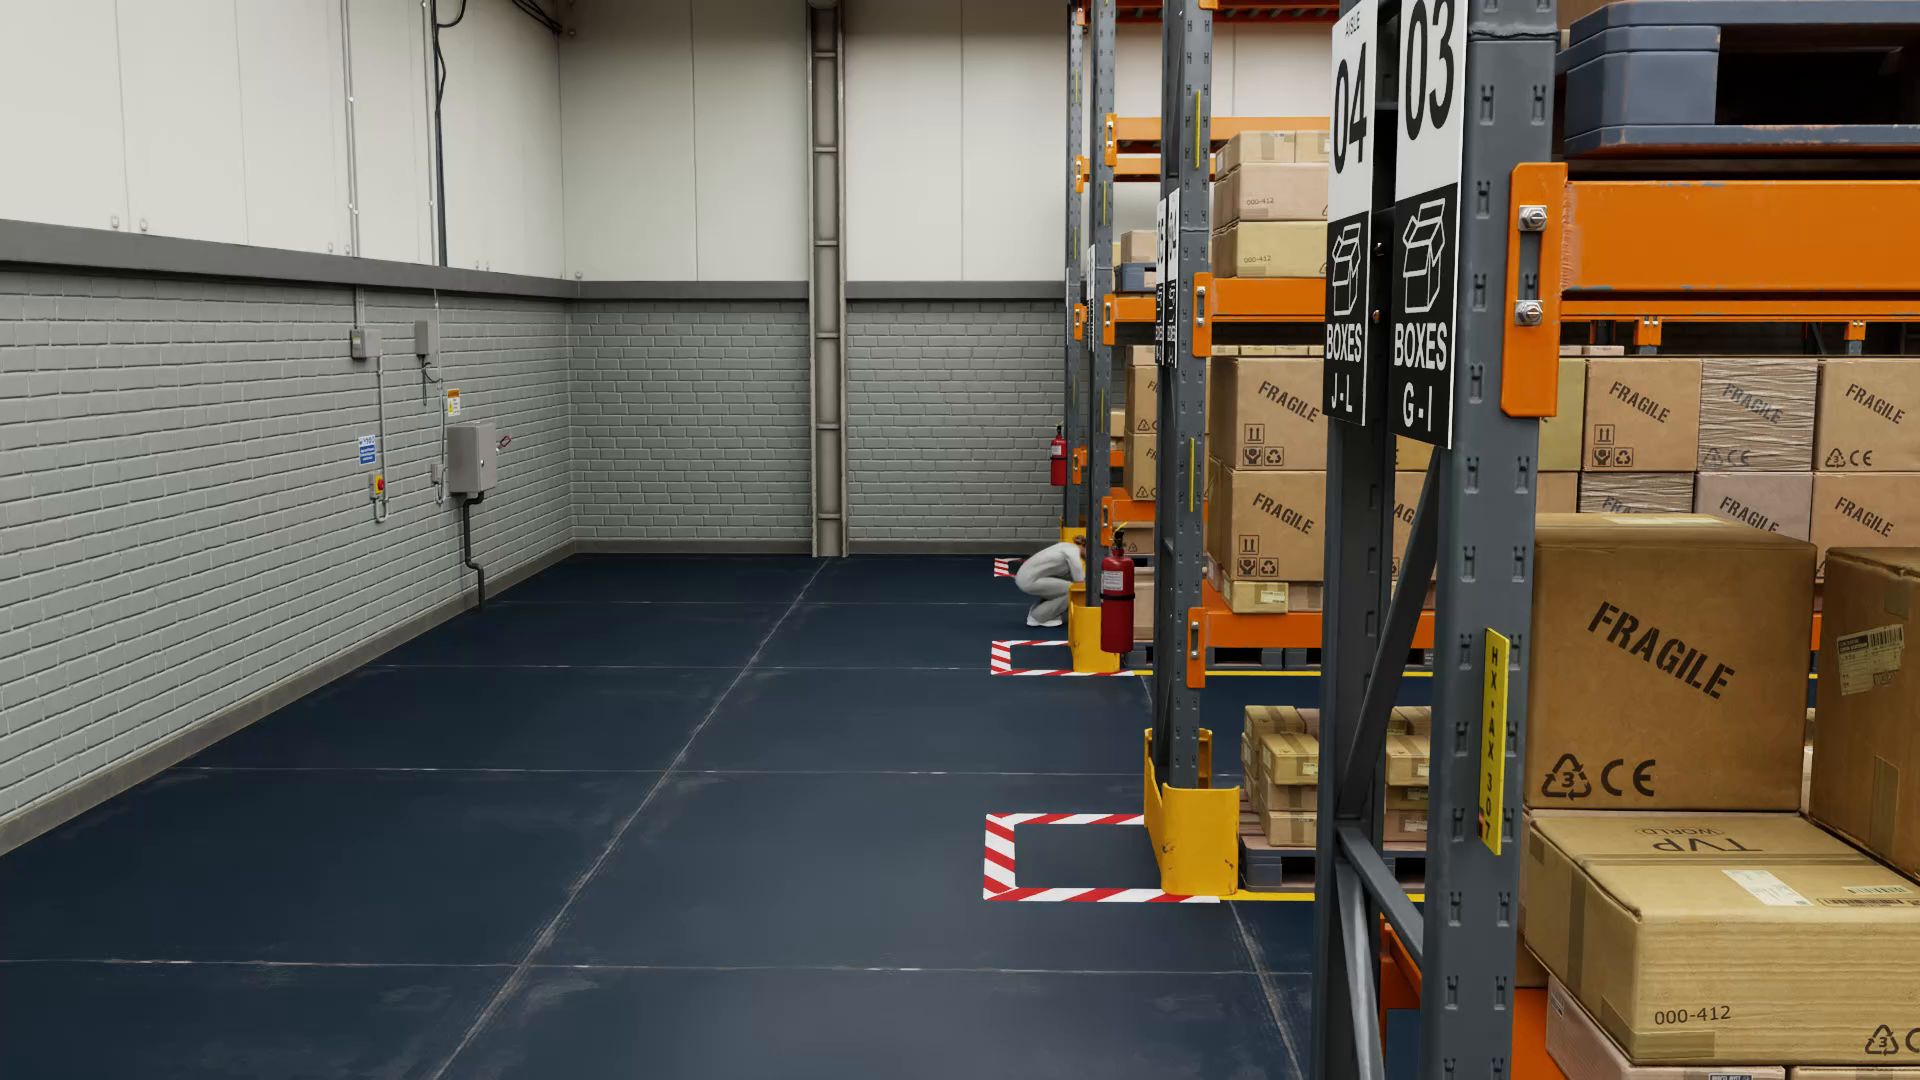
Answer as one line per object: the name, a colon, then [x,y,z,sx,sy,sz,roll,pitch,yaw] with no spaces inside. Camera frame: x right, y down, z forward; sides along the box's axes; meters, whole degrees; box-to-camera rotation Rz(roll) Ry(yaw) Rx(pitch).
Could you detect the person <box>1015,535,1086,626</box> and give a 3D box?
person: [0.886,0.358,14.571,0.807,0.804,0.478,0,7,1]
